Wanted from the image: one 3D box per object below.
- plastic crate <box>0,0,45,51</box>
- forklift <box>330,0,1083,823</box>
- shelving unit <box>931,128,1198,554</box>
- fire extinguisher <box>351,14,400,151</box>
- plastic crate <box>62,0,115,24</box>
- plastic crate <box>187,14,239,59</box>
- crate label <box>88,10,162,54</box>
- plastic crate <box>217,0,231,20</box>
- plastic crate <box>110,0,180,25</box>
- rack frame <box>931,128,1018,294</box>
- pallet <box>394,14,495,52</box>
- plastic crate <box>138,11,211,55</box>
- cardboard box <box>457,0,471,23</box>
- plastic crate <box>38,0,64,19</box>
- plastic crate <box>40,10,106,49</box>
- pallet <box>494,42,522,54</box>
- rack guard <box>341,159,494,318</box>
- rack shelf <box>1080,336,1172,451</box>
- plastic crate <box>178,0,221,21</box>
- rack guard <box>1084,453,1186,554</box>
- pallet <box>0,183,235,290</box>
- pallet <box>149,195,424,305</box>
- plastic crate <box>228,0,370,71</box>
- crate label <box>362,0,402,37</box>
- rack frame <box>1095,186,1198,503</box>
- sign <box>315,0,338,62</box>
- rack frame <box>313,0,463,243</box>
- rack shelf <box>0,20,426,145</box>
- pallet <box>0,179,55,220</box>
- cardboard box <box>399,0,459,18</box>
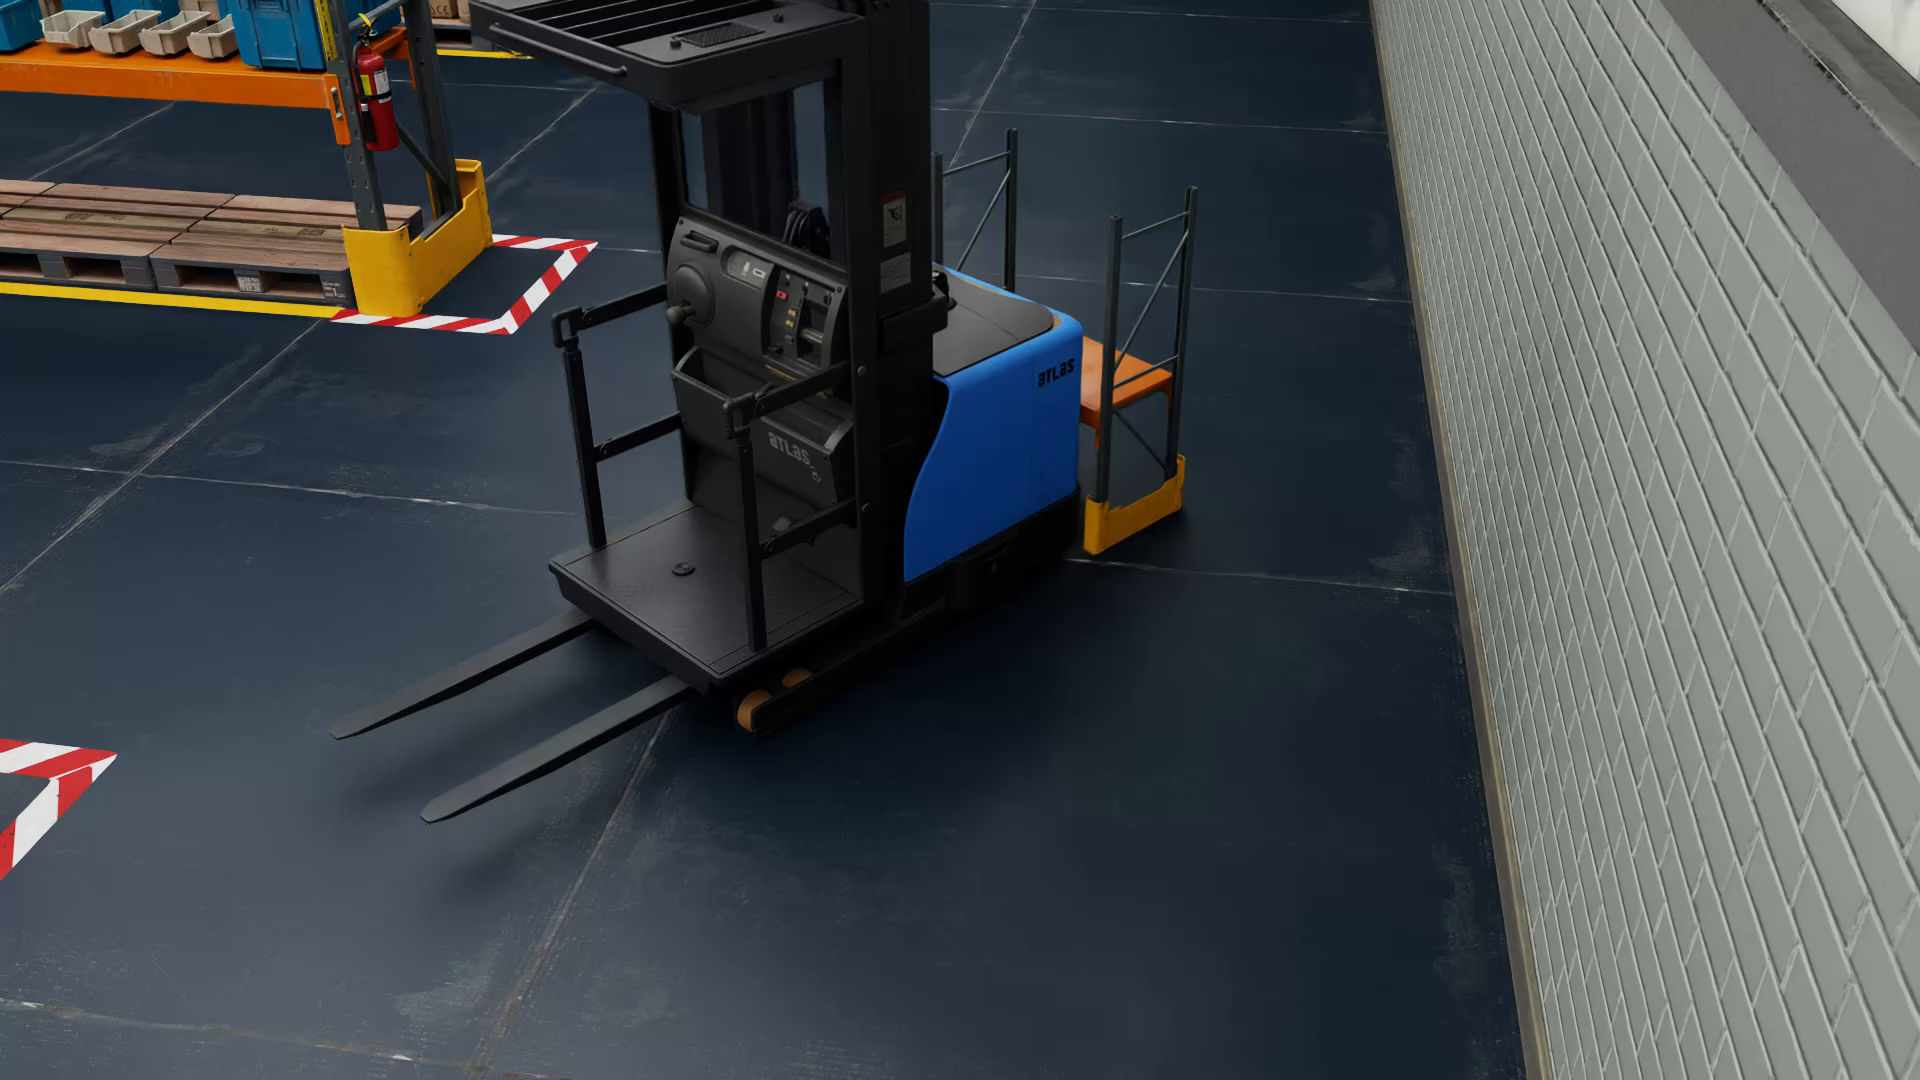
[{"bbox_3d":[-5.197,-2.818,9.026,0.300,0.233,0.416,5,32,8],"label":"plastic crate"},{"bbox_3d":[-0.887,-0.834,5.820,1.130,2.935,3.031,28,41,37],"label":"forklift"},{"bbox_3d":[0.422,-0.885,7.251,0.587,1.500,1.083,-27,41,-36],"label":"shelving unit"},{"bbox_3d":[-3.057,-2.372,8.637,0.183,0.674,0.296,5,32,8],"label":"fire extinguisher"},{"bbox_3d":[-4.911,-3.107,9.488,0.300,0.233,0.416,5,32,8],"label":"plastic crate"},{"bbox_3d":[-3.964,-2.706,8.938,0.243,0.136,0.396,5,32,8],"label":"plastic crate"},{"bbox_3d":[-4.526,-2.751,9.010,0.243,0.136,0.396,5,32,8],"label":"crate label"},{"bbox_3d":[-3.966,-3.022,9.351,0.300,0.233,0.416,5,32,8],"label":"plastic crate"},{"bbox_3d":[-4.615,-3.080,9.445,0.300,0.233,0.416,5,32,8],"label":"plastic crate"},{"bbox_3d":[0.065,-1.083,7.567,0.500,1.500,0.032,-27,41,-36],"label":"rack frame"},{"bbox_3d":[-4.352,-4.410,14.097,1.213,0.211,1.003,5,32,8],"label":"pallet"},{"bbox_3d":[-4.247,-2.739,8.991,0.243,0.136,0.396,5,32,8],"label":"plastic crate"},{"bbox_3d":[-3.801,-4.446,13.702,0.500,0.250,0.500,5,32,8],"label":"cardboard box"},{"bbox_3d":[-5.305,-3.087,9.546,0.466,0.136,0.293,5,32,8],"label":"plastic crate"},{"bbox_3d":[-4.821,-2.768,9.037,0.250,0.136,0.298,5,32,8],"label":"plastic crate"},{"bbox_3d":[-3.153,-4.300,13.921,1.213,0.211,1.003,5,32,8],"label":"pallet"},{"bbox_3d":[-3.104,-1.759,9.589,0.348,0.500,1.175,5,32,8],"label":"rack guard"},{"bbox_3d":[0.416,-0.736,7.352,0.538,0.185,1.000,-27,41,-36],"label":"rack shelf"},{"bbox_3d":[-4.288,-3.054,9.495,0.298,0.136,0.250,5,32,8],"label":"plastic crate"},{"bbox_3d":[0.767,-0.165,7.277,0.587,0.250,0.087,-27,41,-36],"label":"rack guard"},{"bbox_3d":[-5.135,-1.836,9.984,1.213,0.211,1.003,5,32,8],"label":"pallet"},{"bbox_3d":[-3.936,-1.726,9.809,1.213,0.211,1.003,5,32,8],"label":"pallet"},{"bbox_3d":[-3.491,-2.787,8.785,0.499,0.435,0.616,5,32,8],"label":"plastic crate"},{"bbox_3d":[-3.317,-2.963,9.257,0.303,0.233,0.416,5,32,8],"label":"crate label"},{"bbox_3d":[0.768,-0.694,6.945,0.500,1.500,0.032,-27,41,-36],"label":"rack frame"},{"bbox_3d":[-3.206,-2.594,8.413,0.005,0.325,0.100,5,32,8],"label":"sign"},{"bbox_3d":[-3.129,-2.814,8.919,0.127,3.000,1.000,5,32,8],"label":"rack frame"},{"bbox_3d":[-5.101,-2.688,9.395,4.000,0.370,1.077,5,32,8],"label":"rack shelf"},{"bbox_3d":[-6.341,-1.944,10.156,1.213,0.211,1.003,5,32,8],"label":"pallet"},{"bbox_3d":[-4.383,-4.725,13.909,0.637,0.503,0.797,5,32,8],"label":"cardboard box"}]
